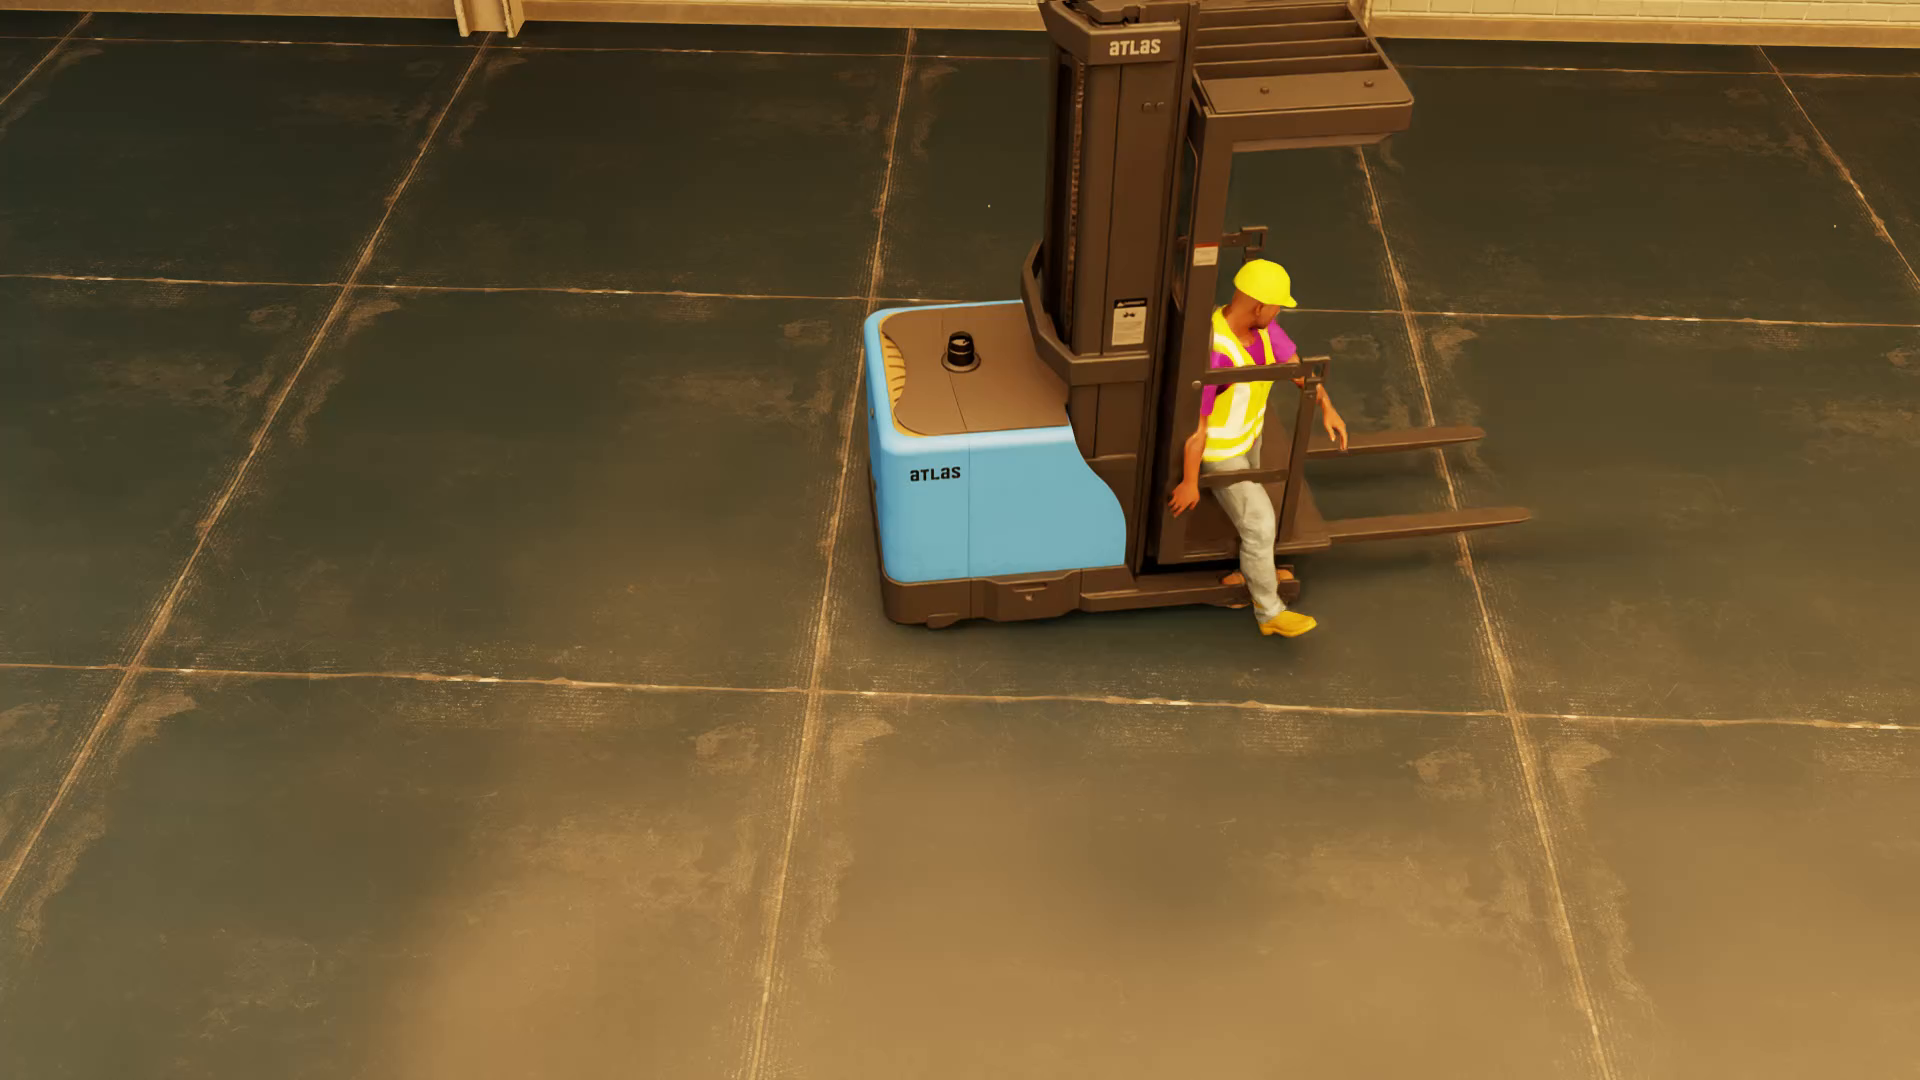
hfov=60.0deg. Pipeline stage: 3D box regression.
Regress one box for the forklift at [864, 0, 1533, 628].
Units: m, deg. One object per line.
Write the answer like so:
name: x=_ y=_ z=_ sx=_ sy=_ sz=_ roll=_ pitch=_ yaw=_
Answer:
forklift: x=1.112 y=-1.123 z=6.972 sx=3.031 sy=2.935 sz=1.130 roll=-5 pitch=43 yaw=-5

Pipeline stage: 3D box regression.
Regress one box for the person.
person: x=1.230 y=-0.393 z=7.134 sx=0.991 sy=1.653 sz=0.807 roll=21 pitch=46 yaw=22
